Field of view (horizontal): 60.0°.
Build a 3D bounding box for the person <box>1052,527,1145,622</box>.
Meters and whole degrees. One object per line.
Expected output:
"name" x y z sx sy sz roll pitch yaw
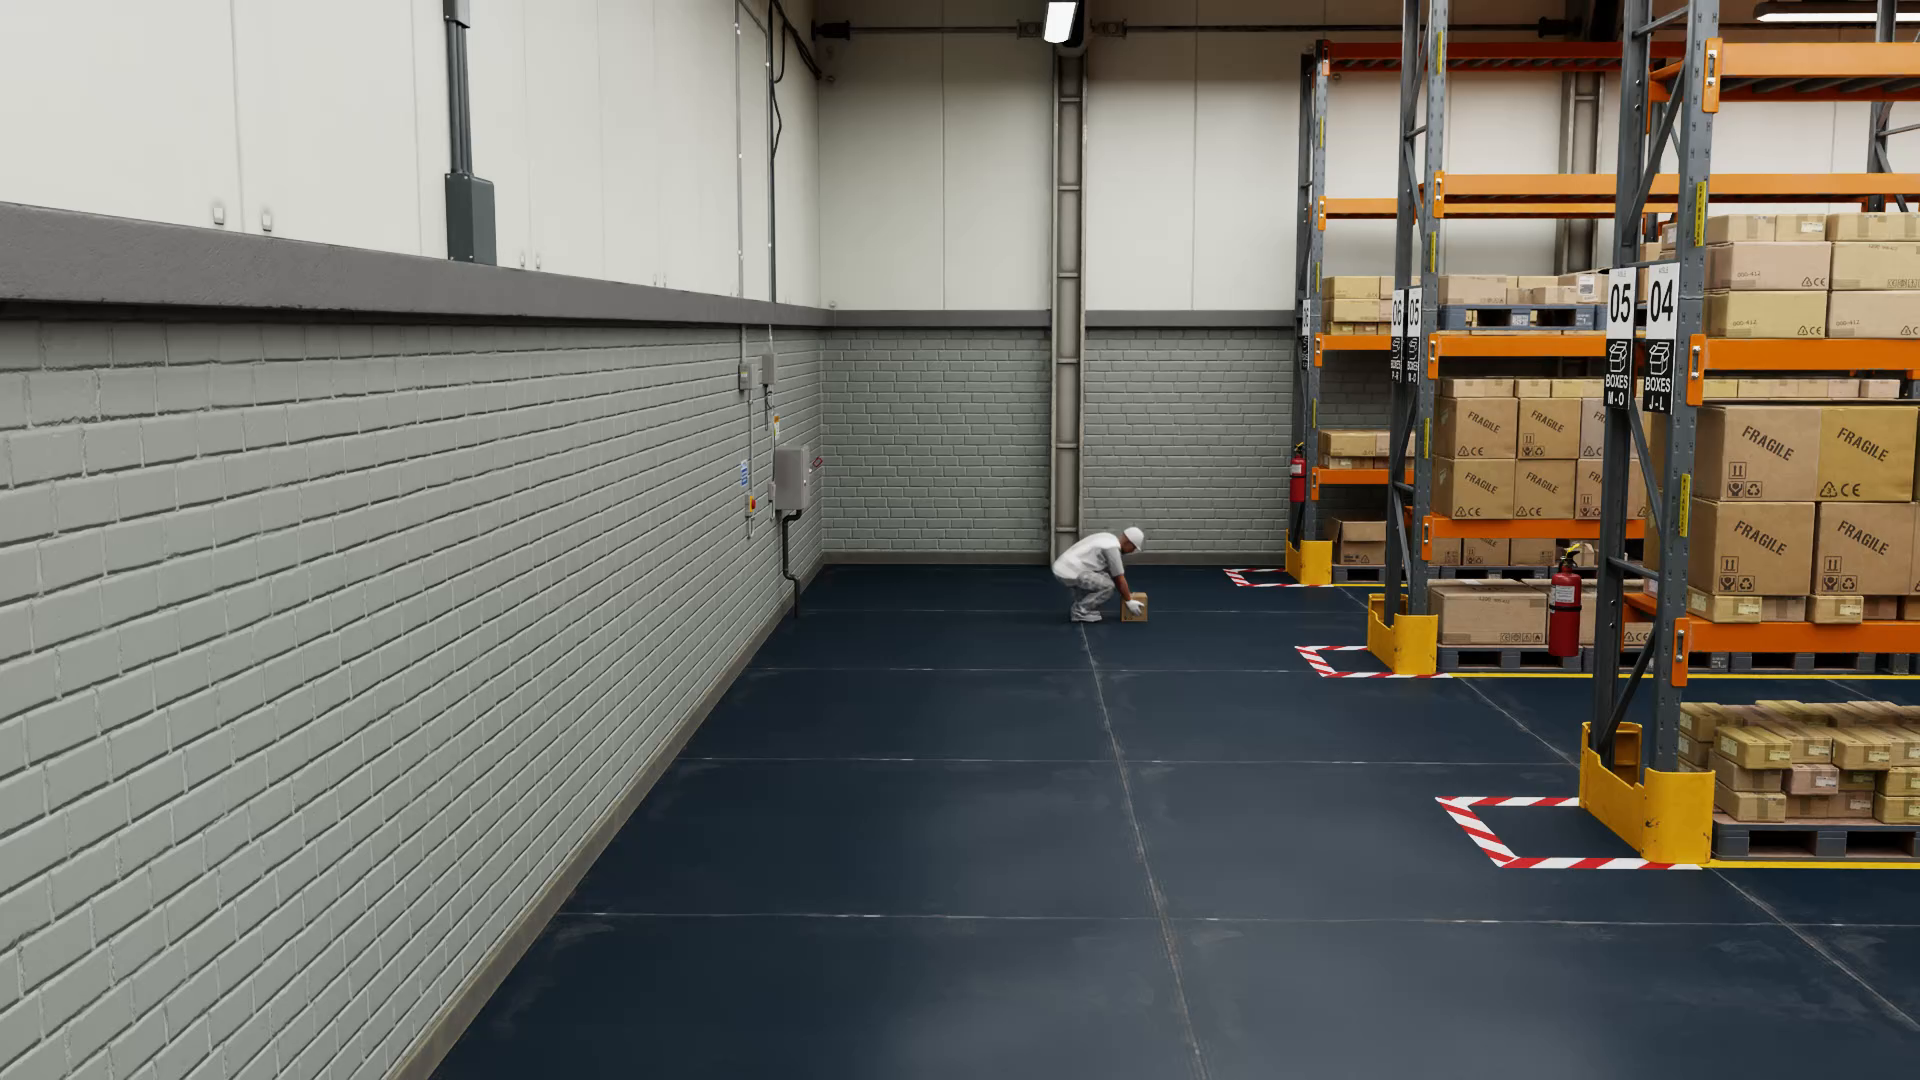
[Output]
"person" 1.372 0.333 16.518 0.911 0.921 0.576 0 7 1
